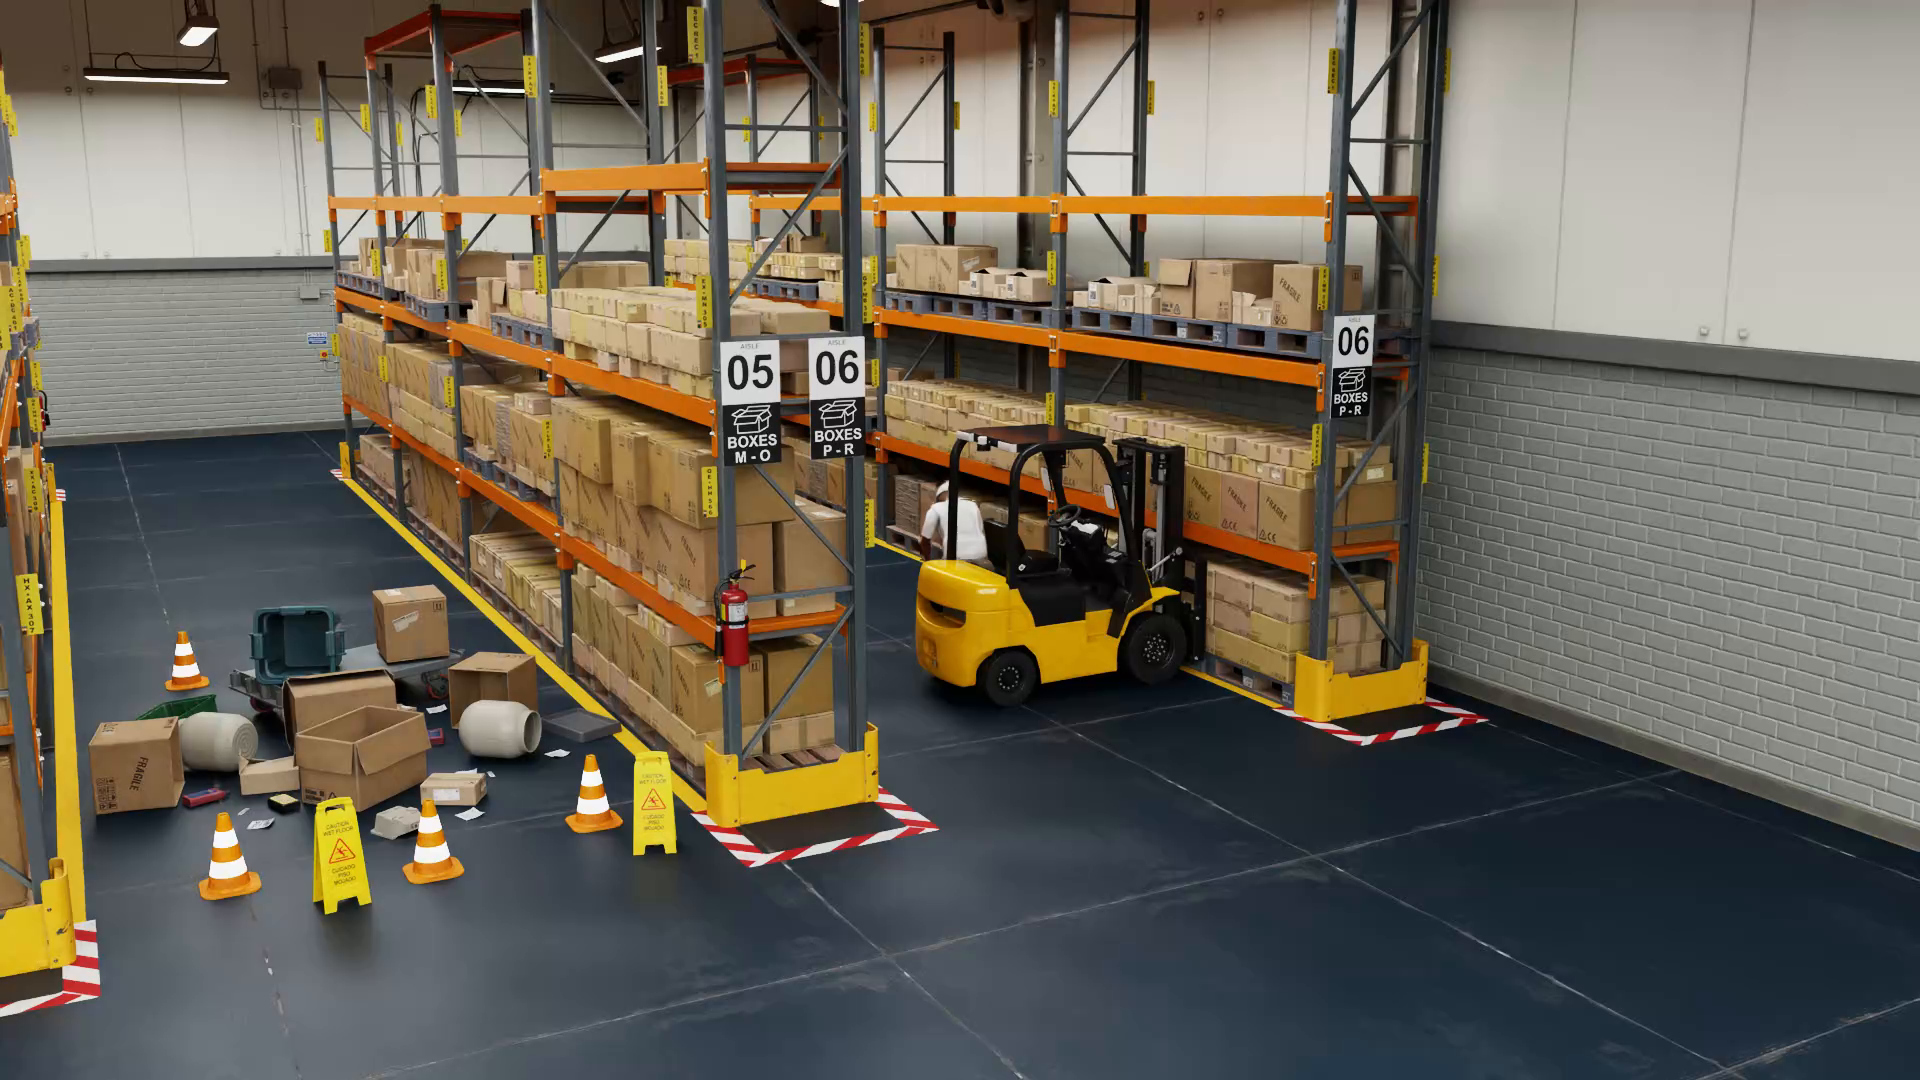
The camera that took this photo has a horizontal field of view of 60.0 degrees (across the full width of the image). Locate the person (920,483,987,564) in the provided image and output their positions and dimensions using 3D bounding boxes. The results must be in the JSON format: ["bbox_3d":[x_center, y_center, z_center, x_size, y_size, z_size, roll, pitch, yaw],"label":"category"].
[{"bbox_3d":[-0.053,0.146,16.237,0.631,1.343,0.792,-3,12,-15],"label":"person"}]
